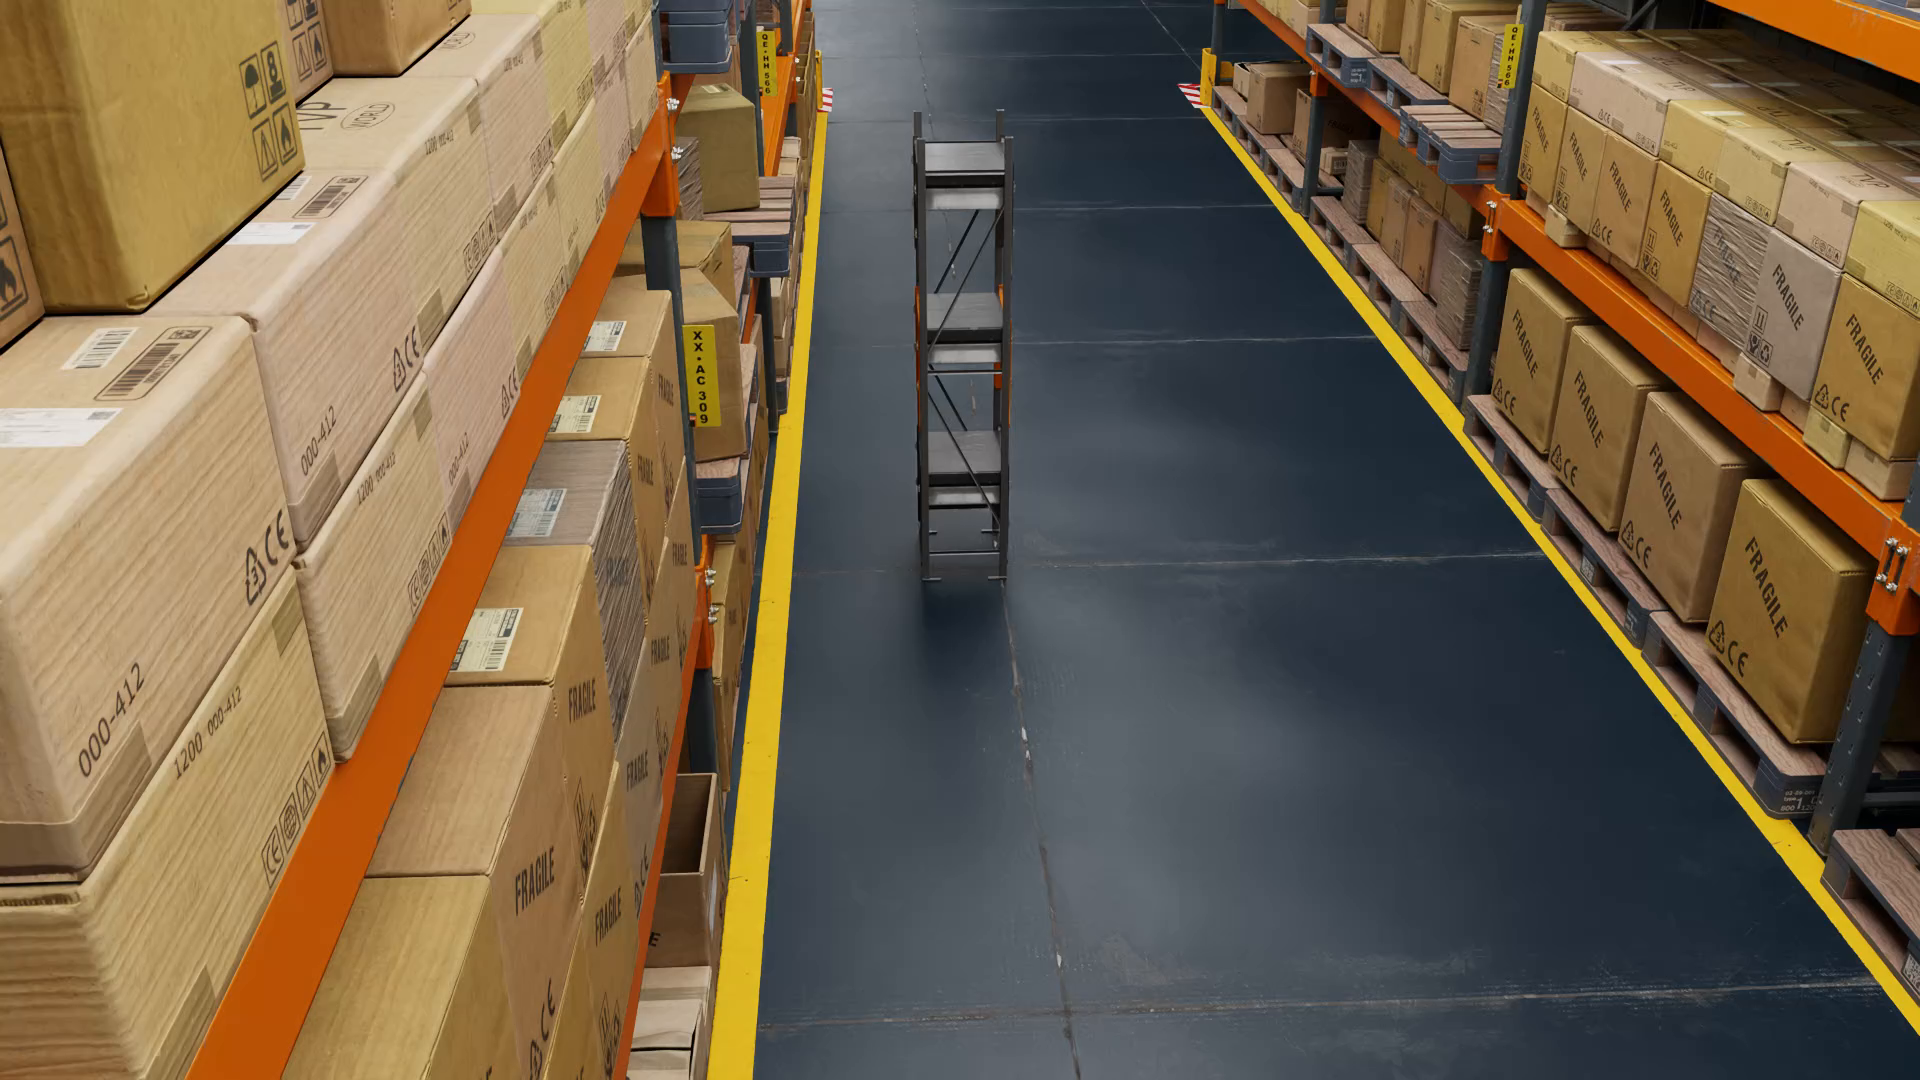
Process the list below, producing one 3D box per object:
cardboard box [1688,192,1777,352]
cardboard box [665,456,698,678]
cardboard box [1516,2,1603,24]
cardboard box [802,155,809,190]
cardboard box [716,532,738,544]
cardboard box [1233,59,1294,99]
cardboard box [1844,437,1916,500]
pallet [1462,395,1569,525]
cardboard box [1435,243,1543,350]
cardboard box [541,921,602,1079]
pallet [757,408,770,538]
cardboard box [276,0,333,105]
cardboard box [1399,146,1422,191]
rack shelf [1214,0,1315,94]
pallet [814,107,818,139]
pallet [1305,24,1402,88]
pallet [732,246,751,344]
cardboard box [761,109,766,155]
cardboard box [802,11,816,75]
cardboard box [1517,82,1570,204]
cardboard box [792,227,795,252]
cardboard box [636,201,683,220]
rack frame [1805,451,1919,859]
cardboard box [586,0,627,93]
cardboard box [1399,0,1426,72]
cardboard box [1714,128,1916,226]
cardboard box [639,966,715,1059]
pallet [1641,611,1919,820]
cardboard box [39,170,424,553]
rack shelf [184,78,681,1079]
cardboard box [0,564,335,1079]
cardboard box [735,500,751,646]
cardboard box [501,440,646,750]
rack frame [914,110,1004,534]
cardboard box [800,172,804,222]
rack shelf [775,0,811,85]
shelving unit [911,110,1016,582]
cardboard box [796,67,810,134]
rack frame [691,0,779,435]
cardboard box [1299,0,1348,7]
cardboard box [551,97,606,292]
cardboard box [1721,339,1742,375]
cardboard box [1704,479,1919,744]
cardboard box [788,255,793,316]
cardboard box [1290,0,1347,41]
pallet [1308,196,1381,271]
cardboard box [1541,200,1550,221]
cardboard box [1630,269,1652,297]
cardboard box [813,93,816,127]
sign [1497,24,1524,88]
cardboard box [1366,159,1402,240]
[{"bbox_3d":[3.294,-1.073,6.612,0.500,0.500,0.500,-1,28,-3],"label":"cardboard box"},{"bbox_3d":[-1.040,0.088,4.729,0.500,0.500,0.500,-1,28,-2],"label":"cardboard box"},{"bbox_3d":[3.336,-2.894,9.270,0.380,0.149,0.250,-6,28,-11],"label":"cardboard box"},{"bbox_3d":[-1.462,-2.975,13.229,0.500,0.250,0.500,-1,28,-3],"label":"cardboard box"},{"bbox_3d":[-1.157,-0.202,6.811,0.500,0.250,0.500,-1,28,-3],"label":"cardboard box"},{"bbox_3d":[2.944,-4.436,15.944,0.500,0.311,0.500,-4,28,-8],"label":"cardboard box"},{"bbox_3d":[3.324,-0.260,5.755,0.380,0.149,0.250,-1,28,-2],"label":"cardboard box"},{"bbox_3d":[3.381,-0.458,8.900,1.003,0.211,1.213,-1,28,-3],"label":"pallet"},{"bbox_3d":[3.325,-1.478,10.068,0.700,0.500,0.500,-1,28,-2],"label":"cardboard box"},{"bbox_3d":[-0.929,1.030,2.924,0.500,0.500,0.500,-1,28,-3],"label":"cardboard box"},{"bbox_3d":[-1.530,-0.357,8.706,1.003,0.211,1.213,-1,28,-3],"label":"pallet"},{"bbox_3d":[-1.232,-0.760,2.031,0.700,0.500,0.500,-1,28,-3],"label":"cardboard box"},{"bbox_3d":[3.319,-2.544,11.300,0.500,0.250,0.500,-2,28,-4],"label":"cardboard box"},{"bbox_3d":[3.102,-4.512,14.436,1.077,0.370,4.000,-1,28,-3],"label":"rack shelf"},{"bbox_3d":[-1.868,-4.045,15.777,1.003,0.211,1.213,-1,28,-3],"label":"pallet"},{"bbox_3d":[3.101,-3.466,11.860,1.003,0.211,1.213,-1,28,-3],"label":"pallet"},{"bbox_3d":[-1.425,-0.956,7.047,1.003,0.211,1.213,-1,28,-3],"label":"pallet"},{"bbox_3d":[-1.385,-2.317,9.546,0.500,0.311,0.500,-2,28,-3],"label":"cardboard box"},{"bbox_3d":[-1.624,-4.693,15.712,0.500,0.500,0.500,-1,28,-3],"label":"cardboard box"},{"bbox_3d":[3.185,-2.015,8.418,0.500,0.500,0.500,-1,28,-1],"label":"cardboard box"},{"bbox_3d":[-1.353,-2.119,10.982,0.500,0.311,0.500,-2,28,-3],"label":"cardboard box"},{"bbox_3d":[-1.477,-1.137,6.624,0.700,0.500,0.500,-8,29,-16],"label":"cardboard box"},{"bbox_3d":[3.624,-0.213,5.415,1.000,3.000,0.127,-1,28,-3],"label":"rack frame"},{"bbox_3d":[-1.003,-1.128,3.547,0.500,0.250,0.500,-1,28,-3],"label":"cardboard box"},{"bbox_3d":[3.286,-3.350,10.845,0.700,0.500,0.500,2,28,4],"label":"cardboard box"},{"bbox_3d":[3.300,-1.412,6.452,0.500,0.250,0.500,-1,28,-2],"label":"cardboard box"},{"bbox_3d":[-0.930,1.405,4.919,0.380,0.149,0.250,-1,28,-3],"label":"cardboard box"},{"bbox_3d":[3.508,0.669,6.740,1.003,0.211,1.213,-1,28,-3],"label":"pallet"},{"bbox_3d":[-0.900,-0.204,1.776,0.500,0.250,0.500,-1,28,-3],"label":"cardboard box"},{"bbox_3d":[-1.218,-0.179,2.884,1.077,0.370,4.000,-1,28,-3],"label":"rack shelf"},{"bbox_3d":[-0.887,0.248,1.448,0.500,0.250,0.500,-1,28,-3],"label":"cardboard box"},{"bbox_3d":[-1.162,0.115,7.013,0.500,0.500,0.500,-1,28,-2],"label":"cardboard box"},{"bbox_3d":[-0.982,0.117,3.593,0.500,0.500,0.500,-1,28,-2],"label":"cardboard box"},{"bbox_3d":[-0.004,-0.967,7.834,0.400,2.100,0.015,-1,28,-3],"label":"rack frame"},{"bbox_3d":[-1.429,-2.569,12.451,0.500,0.250,0.500,-2,28,-3],"label":"cardboard box"},{"bbox_3d":[-1.845,-4.391,14.203,1.077,0.370,4.000,-1,28,-3],"label":"rack shelf"},{"bbox_3d":[0.009,-0.855,7.618,0.431,2.100,0.503,-1,28,-3],"label":"shelving unit"},{"bbox_3d":[-1.486,-3.538,13.499,0.500,0.500,0.500,-1,28,-3],"label":"cardboard box"},{"bbox_3d":[-1.532,-1.939,8.724,1.000,3.000,0.127,-1,28,-3],"label":"rack frame"},{"bbox_3d":[2.873,-4.393,12.760,0.500,0.500,0.500,-1,28,-3],"label":"cardboard box"},{"bbox_3d":[-0.982,-0.675,3.220,0.500,0.250,0.500,-1,28,-3],"label":"cardboard box"},{"bbox_3d":[3.299,-0.732,6.659,0.380,0.149,0.250,-1,28,-3],"label":"cardboard box"},{"bbox_3d":[3.460,0.257,6.385,0.750,0.750,0.750,-1,28,-2],"label":"cardboard box"},{"bbox_3d":[-1.326,-1.627,10.646,0.500,0.250,0.500,-2,28,-4],"label":"cardboard box"},{"bbox_3d":[2.879,-4.062,12.934,0.500,0.250,0.500,-1,28,-3],"label":"cardboard box"},{"bbox_3d":[3.248,-2.312,12.454,1.003,0.211,1.213,-1,28,-3],"label":"pallet"},{"bbox_3d":[3.205,-1.684,8.485,0.380,0.149,0.250,-1,28,-2],"label":"cardboard box"},{"bbox_3d":[3.296,-1.207,7.570,0.380,0.149,0.250,-1,28,-2],"label":"cardboard box"},{"bbox_3d":[-1.560,-3.899,15.001,0.500,0.250,0.500,-1,28,-3],"label":"cardboard box"},{"bbox_3d":[2.874,-2.521,8.674,0.100,0.325,0.005,-1,28,-3],"label":"sign"},{"bbox_3d":[3.338,-2.418,11.869,0.700,0.500,0.500,-2,28,-4],"label":"cardboard box"}]
